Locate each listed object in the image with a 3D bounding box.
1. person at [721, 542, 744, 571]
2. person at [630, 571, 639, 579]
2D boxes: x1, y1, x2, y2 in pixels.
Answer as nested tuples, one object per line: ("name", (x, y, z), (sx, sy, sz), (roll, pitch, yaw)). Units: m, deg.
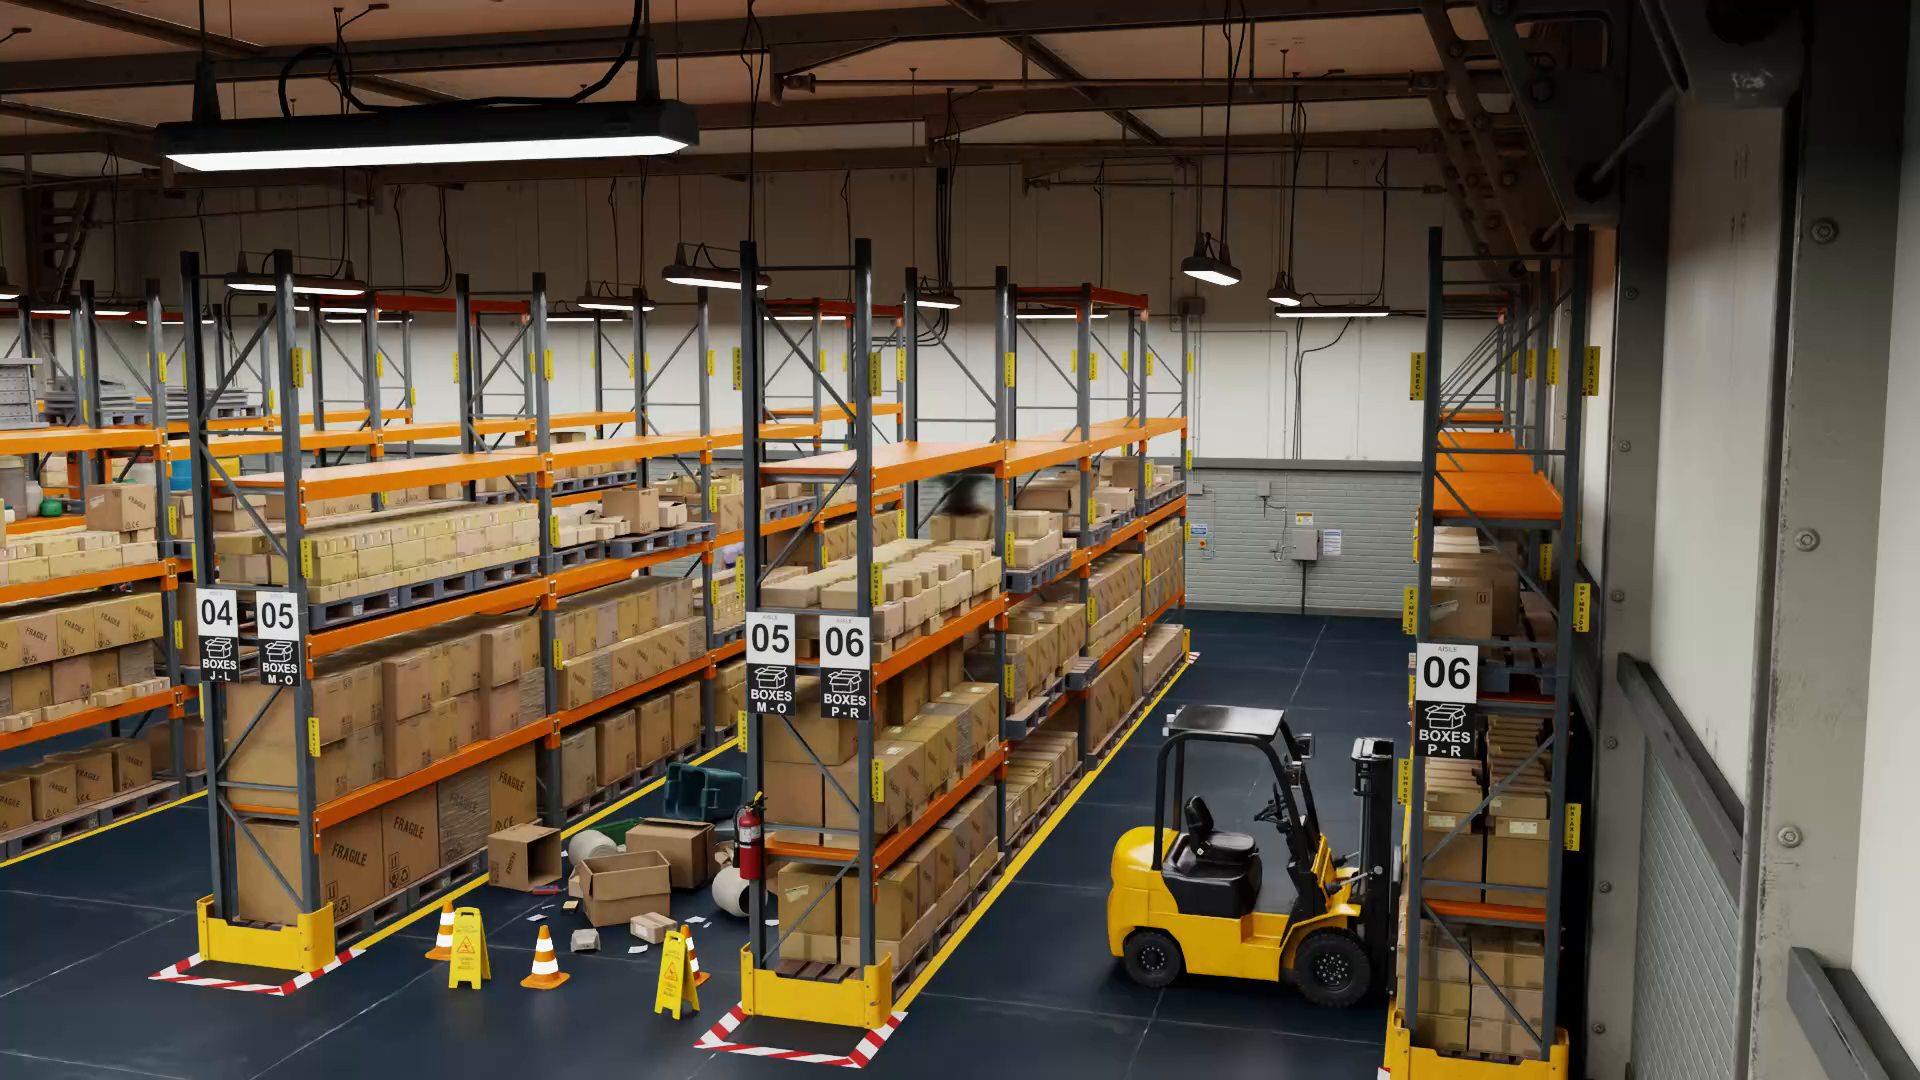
("person", (-4.576, 0.601, 33.366), (0.460, 1.642, 0.487), (-3, 7, -28))
("person", (-5.102, 1.360, 26.119), (0.507, 1.742, 0.975), (1, 7, 13))
